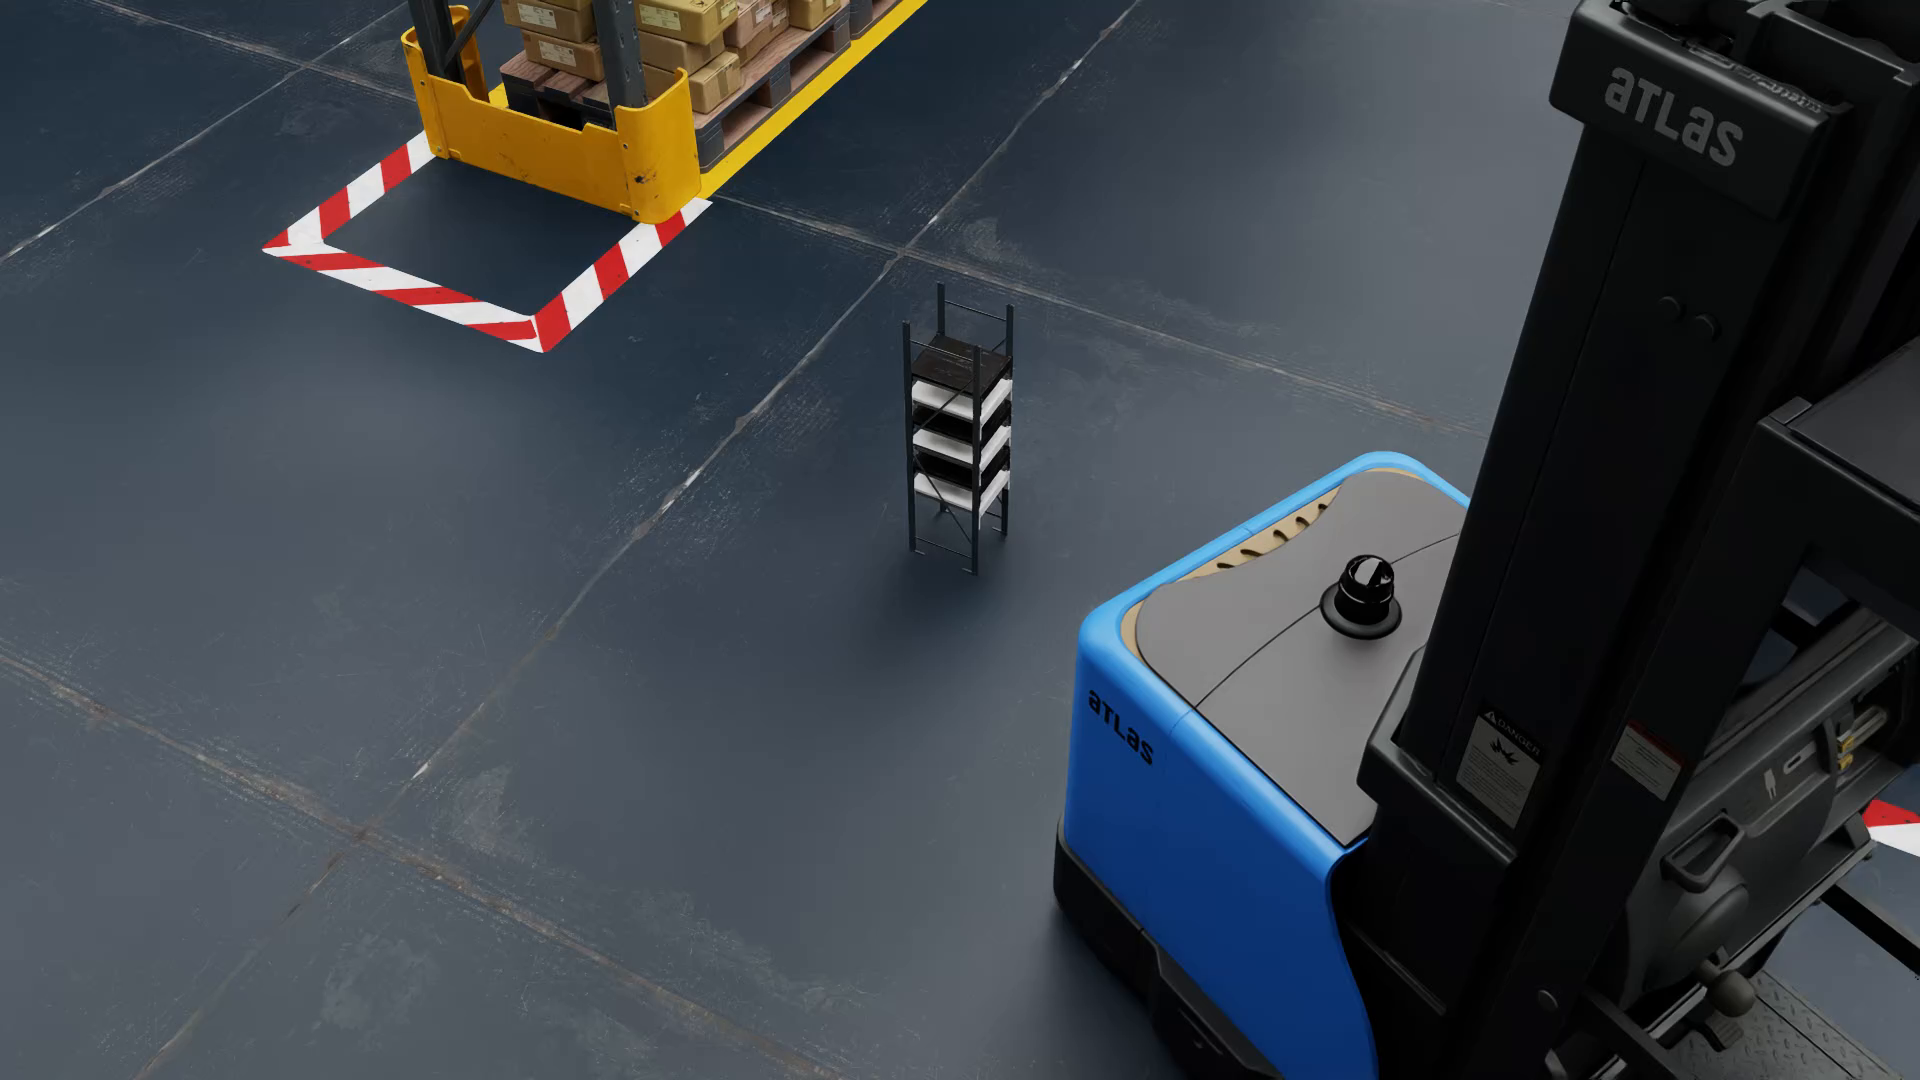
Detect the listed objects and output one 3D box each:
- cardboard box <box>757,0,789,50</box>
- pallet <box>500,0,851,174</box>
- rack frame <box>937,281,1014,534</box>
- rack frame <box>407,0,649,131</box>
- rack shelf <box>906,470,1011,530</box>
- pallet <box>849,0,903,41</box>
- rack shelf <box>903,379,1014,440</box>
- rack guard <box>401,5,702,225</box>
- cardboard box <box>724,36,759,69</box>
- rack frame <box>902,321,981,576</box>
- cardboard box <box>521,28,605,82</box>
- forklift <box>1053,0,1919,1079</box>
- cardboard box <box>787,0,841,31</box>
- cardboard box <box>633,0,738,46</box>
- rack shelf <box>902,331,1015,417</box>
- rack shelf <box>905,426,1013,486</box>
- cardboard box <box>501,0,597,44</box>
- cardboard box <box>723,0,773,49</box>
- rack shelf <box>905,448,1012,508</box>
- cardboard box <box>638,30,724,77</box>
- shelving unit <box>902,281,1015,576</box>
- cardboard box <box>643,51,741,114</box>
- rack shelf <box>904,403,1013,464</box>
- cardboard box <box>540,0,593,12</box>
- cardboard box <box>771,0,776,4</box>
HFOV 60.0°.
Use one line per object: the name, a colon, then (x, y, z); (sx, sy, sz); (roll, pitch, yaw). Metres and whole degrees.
cardboard box: (-0.955, -2.236, 7.061); (0.380, 0.149, 0.250); (21, 49, 19)
pallet: (-1.197, -2.084, 7.161); (1.003, 0.211, 1.213); (20, 49, 19)
rack frame: (0.043, -0.375, 4.988); (0.240, 0.900, 0.006); (20, 49, 19)
rack frame: (-1.640, -2.516, 5.628); (1.000, 3.000, 0.127); (20, 49, 19)
rack shelf: (-0.004, -0.161, 5.077); (0.258, 0.077, 0.200); (20, 49, 19)
pallet: (-0.629, -2.849, 7.918); (1.003, 0.211, 1.213); (20, 49, 19)
rack shelf: (-0.004, -0.414, 4.821); (0.258, 0.077, 0.200); (20, 49, 19)
rack guard: (-1.605, -1.685, 6.564); (1.175, 0.500, 0.348); (20, 49, 19)
cardboard box: (-1.065, -2.078, 6.904); (0.380, 0.149, 0.250); (20, 49, 19)
rack frame: (-0.051, -0.247, 4.862); (0.240, 0.900, 0.006); (20, 49, 19)
cardboard box: (-1.581, -2.062, 6.888); (0.380, 0.149, 0.250); (21, 49, 20)
forklift: (1.521, 0.532, 2.663); (1.130, 2.935, 3.031); (-28, 52, -25)
cardboard box: (-0.740, -2.361, 7.184); (0.380, 0.149, 0.250); (21, 49, 20)
cardboard box: (-1.096, -2.088, 6.496); (0.380, 0.149, 0.250); (18, 48, 17)
rack shelf: (-0.004, -0.478, 4.757); (0.258, 0.077, 0.200); (20, 49, 19)
rack shelf: (-0.004, -0.288, 4.949); (0.258, 0.077, 0.200); (20, 49, 19)
cardboard box: (-1.648, -2.193, 6.808); (0.380, 0.149, 0.250); (19, 48, 18)
cardboard box: (-0.993, -2.165, 6.781); (0.380, 0.149, 0.250); (20, 49, 19)
rack shelf: (-0.004, -0.225, 5.013); (0.258, 0.077, 0.200); (20, 49, 19)
cardboard box: (-1.170, -2.011, 6.629); (0.380, 0.149, 0.250); (22, 49, 21)
shelving unit: (-0.004, -0.311, 4.925); (0.258, 0.900, 0.210); (20, 49, 19)
cardboard box: (-1.114, -1.886, 6.714); (0.380, 0.149, 0.250); (21, 49, 20)
rack shelf: (-0.004, -0.351, 4.885); (0.258, 0.077, 0.200); (20, 49, 19)
cardboard box: (-1.619, -2.288, 6.693); (0.380, 0.149, 0.250); (21, 49, 19)
cardboard box: (-0.957, -2.349, 6.962); (0.380, 0.149, 0.250); (21, 49, 20)
